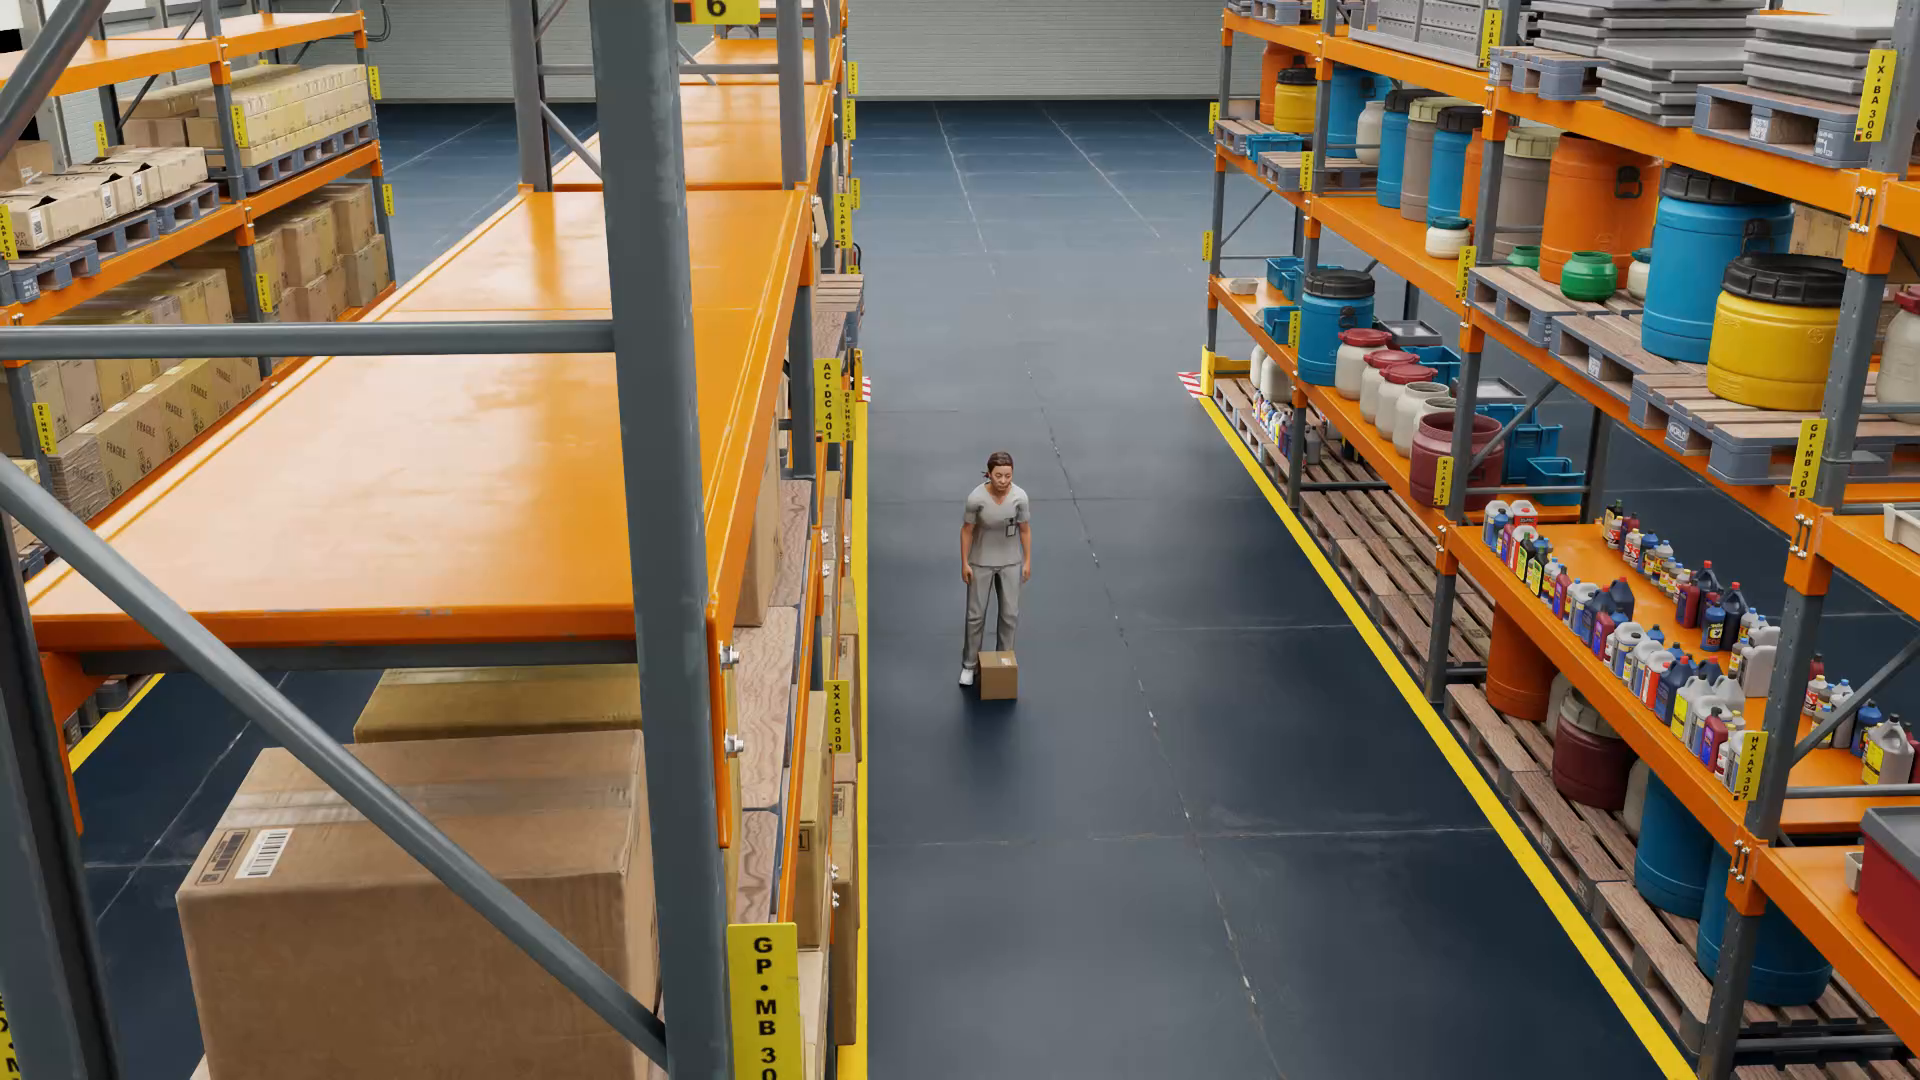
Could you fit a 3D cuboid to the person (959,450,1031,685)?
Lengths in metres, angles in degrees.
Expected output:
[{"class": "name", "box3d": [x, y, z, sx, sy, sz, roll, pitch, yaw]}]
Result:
[{"class": "person", "box3d": [0.242, 0.187, 11.405, 0.514, 1.672, 0.414, -2, 21, -6]}]
